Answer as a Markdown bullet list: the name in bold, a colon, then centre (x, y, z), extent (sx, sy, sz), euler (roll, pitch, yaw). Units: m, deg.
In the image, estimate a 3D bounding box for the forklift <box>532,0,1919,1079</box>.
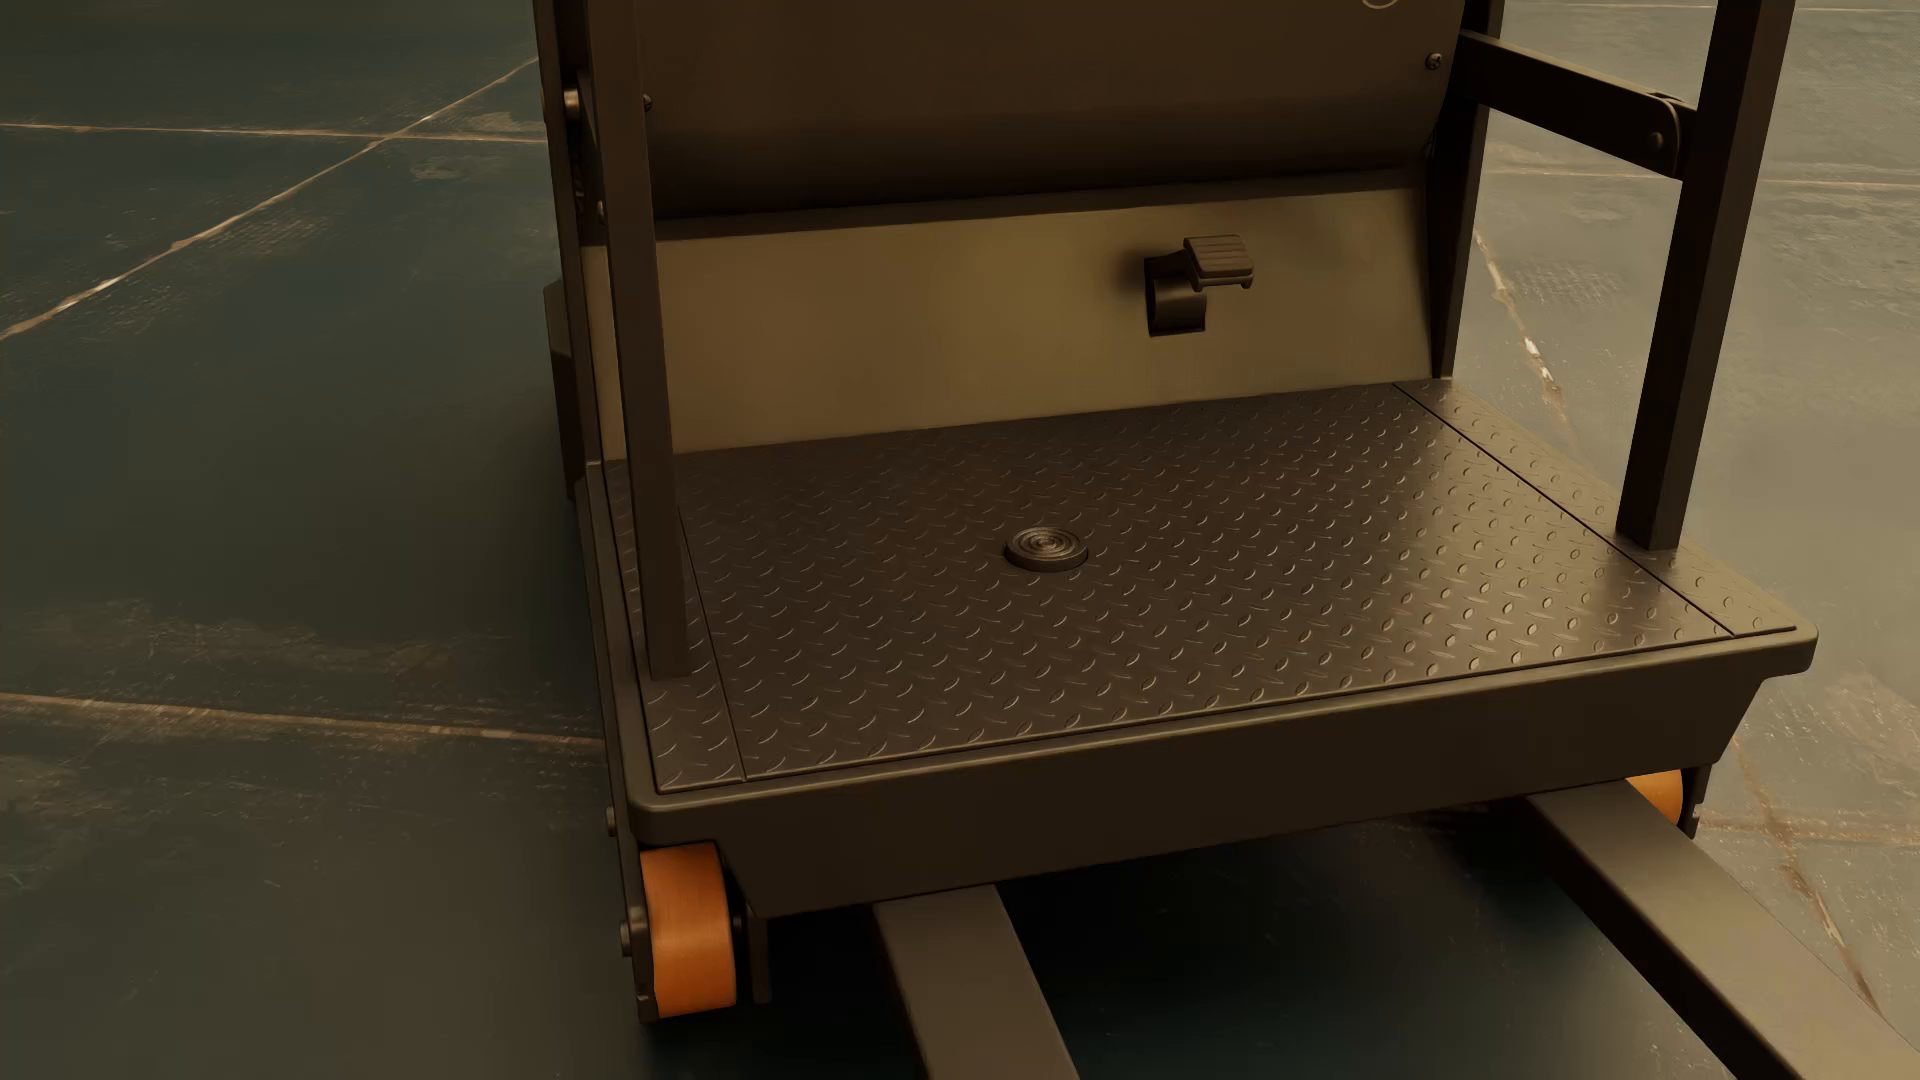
- **forklift**: centre (0.153, -1.049, 1.319), extent (1.130, 2.935, 3.031), euler (-7, 27, -13)
